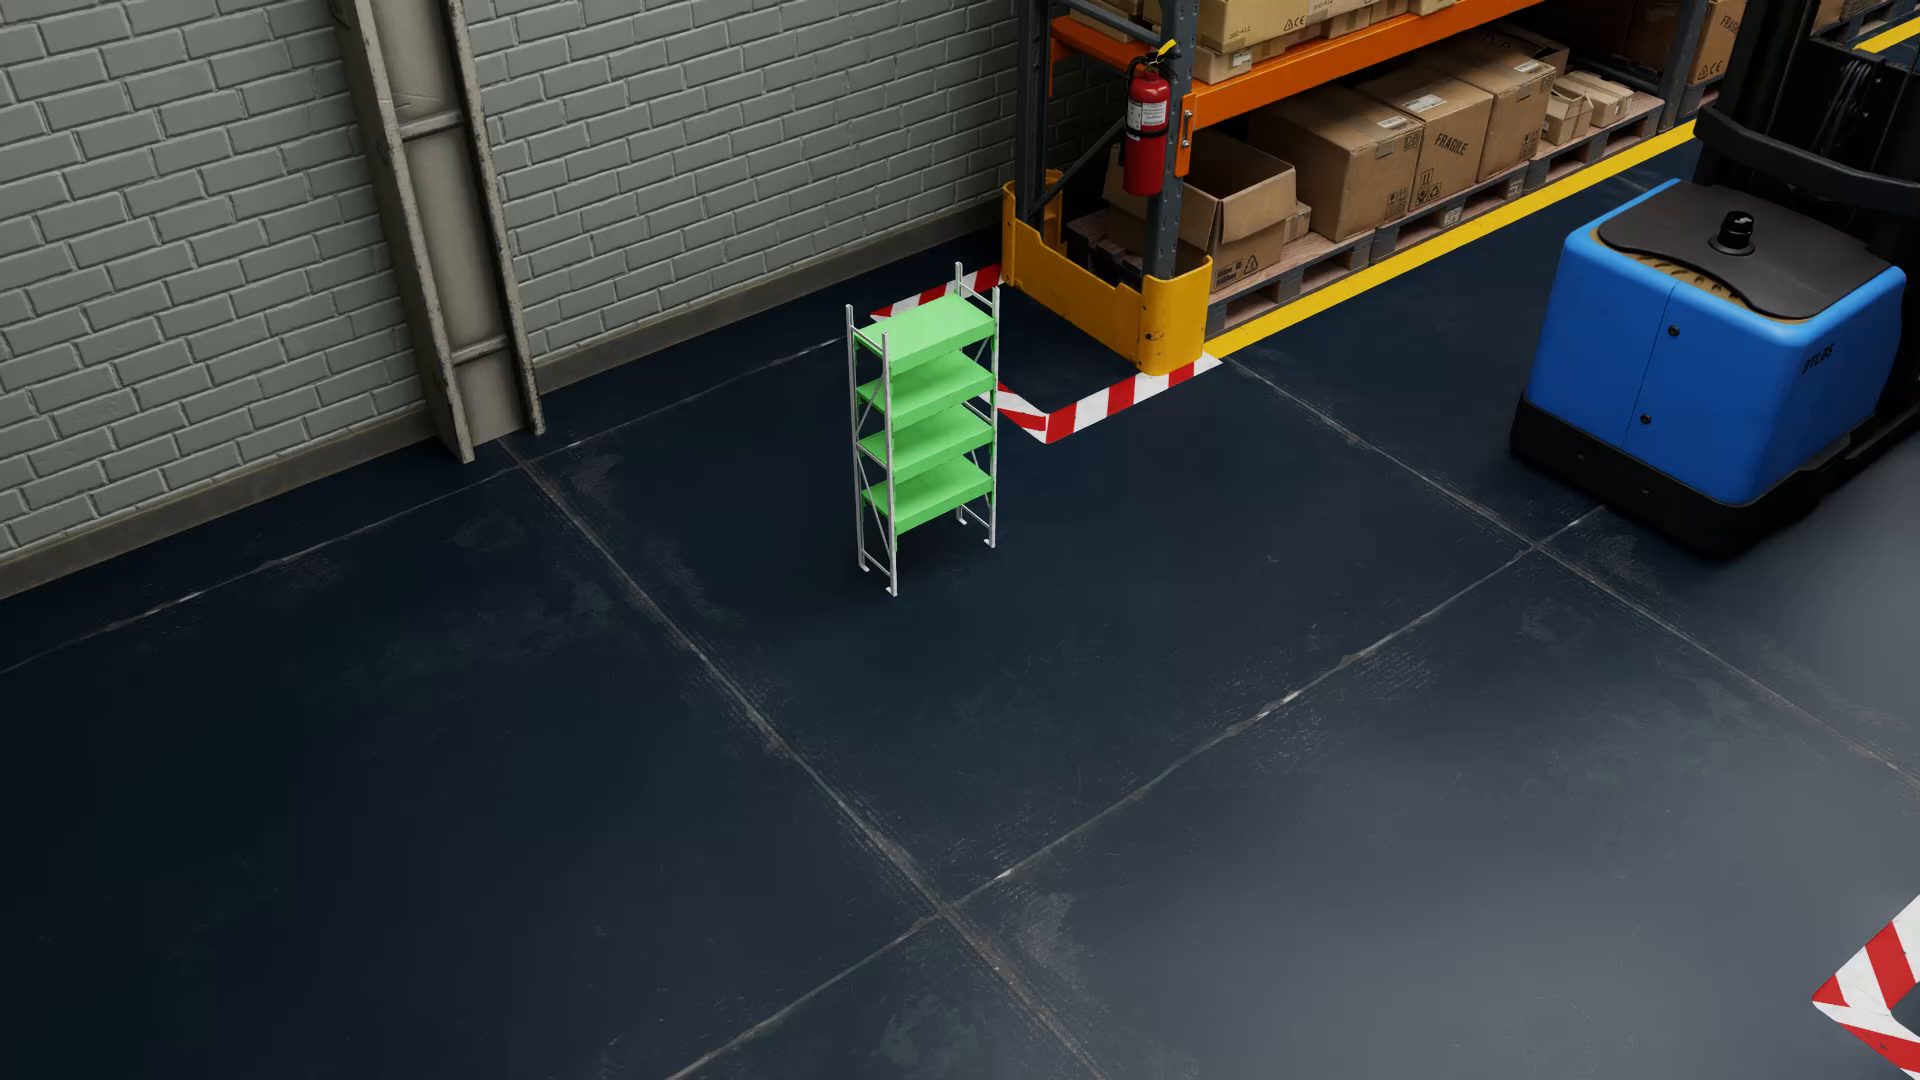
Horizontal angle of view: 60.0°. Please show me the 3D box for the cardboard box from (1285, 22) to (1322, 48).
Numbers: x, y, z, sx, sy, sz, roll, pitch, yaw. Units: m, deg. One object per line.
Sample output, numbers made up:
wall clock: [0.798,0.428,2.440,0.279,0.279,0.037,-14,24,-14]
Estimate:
cardboard box: [1.402,-2.361,7.461,0.250,0.149,0.380,-27,46,-29]

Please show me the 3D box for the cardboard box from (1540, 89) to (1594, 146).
cardboard box: [3.239,-2.379,9.109,0.258,0.266,0.396,-24,45,-27]

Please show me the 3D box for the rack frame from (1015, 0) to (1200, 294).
rack frame: [0.614,-2.229,7.102,0.127,3.000,1.000,-26,46,-28]

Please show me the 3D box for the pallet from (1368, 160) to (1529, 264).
pallet: [2.272,-1.957,8.970,1.213,0.211,1.003,-26,46,-28]

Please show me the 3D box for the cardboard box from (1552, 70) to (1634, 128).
cardboard box: [3.522,-2.472,9.315,0.250,0.149,0.380,-27,47,-29]

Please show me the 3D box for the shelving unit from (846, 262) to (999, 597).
shelving unit: [-0.131,-0.400,6.291,0.503,1.200,0.258,-26,46,-28]

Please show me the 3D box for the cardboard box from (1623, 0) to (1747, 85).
cardboard box: [4.306,-3.044,9.736,0.500,0.500,0.500,-24,45,-26]

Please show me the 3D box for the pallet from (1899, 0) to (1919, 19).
pallet: [6.342,-3.973,11.426,1.213,0.211,1.003,-26,46,-28]

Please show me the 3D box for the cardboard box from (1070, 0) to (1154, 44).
cardboard box: [0.713,-2.395,7.502,0.250,0.149,0.380,-27,46,-29]

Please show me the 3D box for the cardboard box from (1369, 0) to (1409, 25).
cardboard box: [1.847,-2.534,7.671,0.250,0.149,0.380,-25,46,-27]

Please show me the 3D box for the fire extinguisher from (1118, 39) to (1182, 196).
fire extinguisher: [0.779,-1.765,6.892,0.183,0.674,0.296,-26,46,-28]

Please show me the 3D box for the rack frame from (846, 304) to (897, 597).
rack frame: [-0.325,-0.306,6.176,0.015,1.200,0.240,-26,46,-28]

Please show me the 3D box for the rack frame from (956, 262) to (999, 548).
rack frame: [0.062,-0.494,6.406,0.015,1.200,0.240,-26,46,-28]

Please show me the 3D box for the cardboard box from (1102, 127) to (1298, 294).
cardboard box: [1.156,-1.615,7.990,0.637,0.503,0.797,-28,47,-30]

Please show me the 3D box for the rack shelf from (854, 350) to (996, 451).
rack shelf: [-0.131,-0.536,6.180,0.480,0.148,0.258,-26,46,-28]

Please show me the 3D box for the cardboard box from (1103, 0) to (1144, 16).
cardboard box: [0.817,-2.597,7.434,0.500,0.250,0.500,-25,45,-27]

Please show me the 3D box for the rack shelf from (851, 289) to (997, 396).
rack shelf: [-0.131,-0.722,6.028,0.480,0.148,0.258,-26,46,-28]

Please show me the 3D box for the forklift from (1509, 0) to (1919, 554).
forklift: [3.823,-1.861,6.708,3.031,2.935,1.130,-28,47,-30]

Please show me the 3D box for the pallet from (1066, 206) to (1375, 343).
pallet: [1.305,-1.488,8.398,1.213,0.211,1.003,-26,46,-28]

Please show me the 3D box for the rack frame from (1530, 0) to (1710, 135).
rack frame: [3.785,-3.775,8.986,0.127,3.000,1.000,-26,46,-28]

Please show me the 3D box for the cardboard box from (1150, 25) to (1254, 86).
cardboard box: [1.041,-2.121,7.168,0.250,0.149,0.380,-26,46,-28]

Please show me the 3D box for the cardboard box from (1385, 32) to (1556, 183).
cardboard box: [2.681,-2.325,8.859,0.500,0.500,0.700,-28,47,-30]

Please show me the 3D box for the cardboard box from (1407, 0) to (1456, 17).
cardboard box: [2.093,-2.593,7.744,0.250,0.149,0.380,-27,47,-29]

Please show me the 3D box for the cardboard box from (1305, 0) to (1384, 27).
cardboard box: [1.537,-2.520,7.341,0.500,0.250,0.500,-25,46,-28]

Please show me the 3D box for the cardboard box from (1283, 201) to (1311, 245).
cardboard box: [1.517,-1.622,8.279,0.250,0.149,0.380,-28,47,-30]

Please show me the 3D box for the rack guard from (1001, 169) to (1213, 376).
rack guard: [0.674,-1.292,7.930,0.348,0.500,1.175,-26,46,-28]

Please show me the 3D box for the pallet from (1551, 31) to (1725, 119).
pallet: [4.407,-3.030,10.277,1.213,0.211,1.003,-26,46,-28]

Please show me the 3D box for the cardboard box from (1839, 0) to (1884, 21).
cardboard box: [5.535,-3.643,10.466,0.500,0.500,0.500,-28,47,-30]

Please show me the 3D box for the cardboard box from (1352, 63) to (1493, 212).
cardboard box: [2.338,-2.078,8.558,0.500,0.500,0.500,-25,46,-27]

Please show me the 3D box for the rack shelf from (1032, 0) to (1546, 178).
rack shelf: [2.199,-2.723,8.272,4.000,0.370,1.077,-26,46,-28]

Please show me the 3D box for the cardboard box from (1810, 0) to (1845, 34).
cardboard box: [5.120,-3.446,10.225,0.500,0.500,0.500,-27,47,-29]

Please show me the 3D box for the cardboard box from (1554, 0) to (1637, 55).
cardboard box: [3.994,-3.309,10.058,0.500,0.500,0.500,-26,46,-28]

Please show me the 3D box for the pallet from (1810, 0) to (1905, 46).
pallet: [5.375,-3.504,10.855,1.213,0.211,1.003,-26,46,-28]

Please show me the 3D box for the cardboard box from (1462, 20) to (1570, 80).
cardboard box: [3.117,-2.761,9.539,0.500,0.311,0.500,-24,45,-27]

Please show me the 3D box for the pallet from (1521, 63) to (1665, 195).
pallet: [3.240,-2.431,9.548,1.213,0.211,1.003,-26,46,-28]

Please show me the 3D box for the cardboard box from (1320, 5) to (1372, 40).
cardboard box: [1.640,-2.428,7.543,0.250,0.149,0.380,-25,45,-27]

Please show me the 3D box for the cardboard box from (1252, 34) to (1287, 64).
cardboard box: [1.215,-2.242,7.316,0.250,0.149,0.380,-25,45,-27]

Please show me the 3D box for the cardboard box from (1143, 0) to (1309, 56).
cardboard box: [1.138,-2.326,7.103,0.500,0.250,0.500,-26,46,-28]

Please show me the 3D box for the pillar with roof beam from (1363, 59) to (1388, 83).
pillar with roof beam: [5.307,-4.113,4.669,0.400,9.000,9.100,-26,46,-28]

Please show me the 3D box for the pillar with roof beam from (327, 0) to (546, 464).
pillar with roof beam: [0.550,-1.794,1.842,0.400,9.000,9.100,-26,46,-28]

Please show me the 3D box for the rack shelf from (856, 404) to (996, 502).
rack shelf: [-0.131,-0.350,6.332,0.480,0.148,0.258,-26,46,-28]

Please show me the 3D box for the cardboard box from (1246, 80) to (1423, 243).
cardboard box: [1.858,-1.924,8.370,0.500,0.500,0.700,-24,45,-26]

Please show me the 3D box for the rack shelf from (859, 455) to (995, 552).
rack shelf: [-0.131,-0.165,6.484,0.480,0.148,0.258,-26,46,-28]
